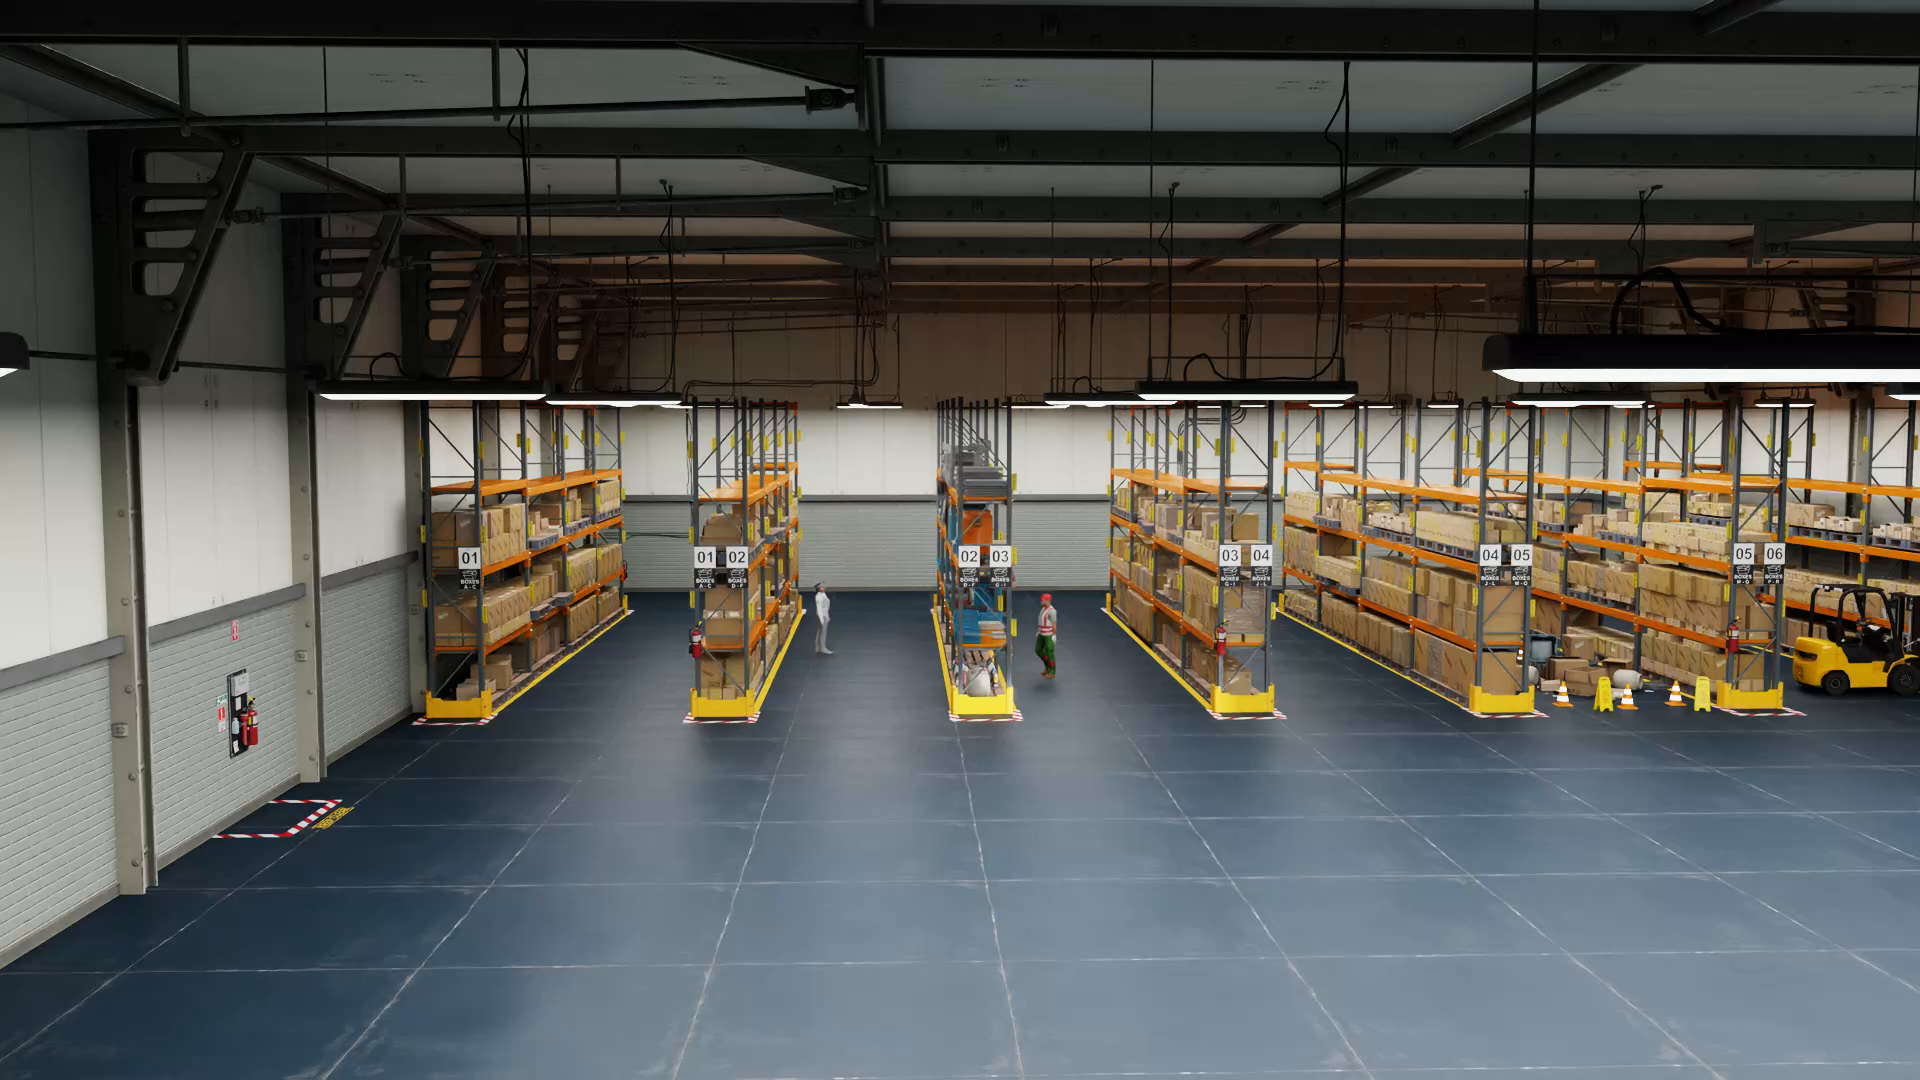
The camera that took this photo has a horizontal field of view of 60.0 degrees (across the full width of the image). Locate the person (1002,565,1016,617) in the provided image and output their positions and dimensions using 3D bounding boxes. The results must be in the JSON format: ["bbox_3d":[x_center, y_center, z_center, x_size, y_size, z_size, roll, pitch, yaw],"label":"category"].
[{"bbox_3d":[1.319,1.238,46.735,0.637,1.807,0.598,-3,6,-38],"label":"person"}]

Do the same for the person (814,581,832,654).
[{"bbox_3d":[-3.243,1.825,39.405,0.445,1.703,0.510,0,4,-2],"label":"person"}]

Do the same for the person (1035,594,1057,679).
[{"bbox_3d":[1.894,2.045,35.624,0.437,1.789,0.603,-2,5,-25],"label":"person"}]
